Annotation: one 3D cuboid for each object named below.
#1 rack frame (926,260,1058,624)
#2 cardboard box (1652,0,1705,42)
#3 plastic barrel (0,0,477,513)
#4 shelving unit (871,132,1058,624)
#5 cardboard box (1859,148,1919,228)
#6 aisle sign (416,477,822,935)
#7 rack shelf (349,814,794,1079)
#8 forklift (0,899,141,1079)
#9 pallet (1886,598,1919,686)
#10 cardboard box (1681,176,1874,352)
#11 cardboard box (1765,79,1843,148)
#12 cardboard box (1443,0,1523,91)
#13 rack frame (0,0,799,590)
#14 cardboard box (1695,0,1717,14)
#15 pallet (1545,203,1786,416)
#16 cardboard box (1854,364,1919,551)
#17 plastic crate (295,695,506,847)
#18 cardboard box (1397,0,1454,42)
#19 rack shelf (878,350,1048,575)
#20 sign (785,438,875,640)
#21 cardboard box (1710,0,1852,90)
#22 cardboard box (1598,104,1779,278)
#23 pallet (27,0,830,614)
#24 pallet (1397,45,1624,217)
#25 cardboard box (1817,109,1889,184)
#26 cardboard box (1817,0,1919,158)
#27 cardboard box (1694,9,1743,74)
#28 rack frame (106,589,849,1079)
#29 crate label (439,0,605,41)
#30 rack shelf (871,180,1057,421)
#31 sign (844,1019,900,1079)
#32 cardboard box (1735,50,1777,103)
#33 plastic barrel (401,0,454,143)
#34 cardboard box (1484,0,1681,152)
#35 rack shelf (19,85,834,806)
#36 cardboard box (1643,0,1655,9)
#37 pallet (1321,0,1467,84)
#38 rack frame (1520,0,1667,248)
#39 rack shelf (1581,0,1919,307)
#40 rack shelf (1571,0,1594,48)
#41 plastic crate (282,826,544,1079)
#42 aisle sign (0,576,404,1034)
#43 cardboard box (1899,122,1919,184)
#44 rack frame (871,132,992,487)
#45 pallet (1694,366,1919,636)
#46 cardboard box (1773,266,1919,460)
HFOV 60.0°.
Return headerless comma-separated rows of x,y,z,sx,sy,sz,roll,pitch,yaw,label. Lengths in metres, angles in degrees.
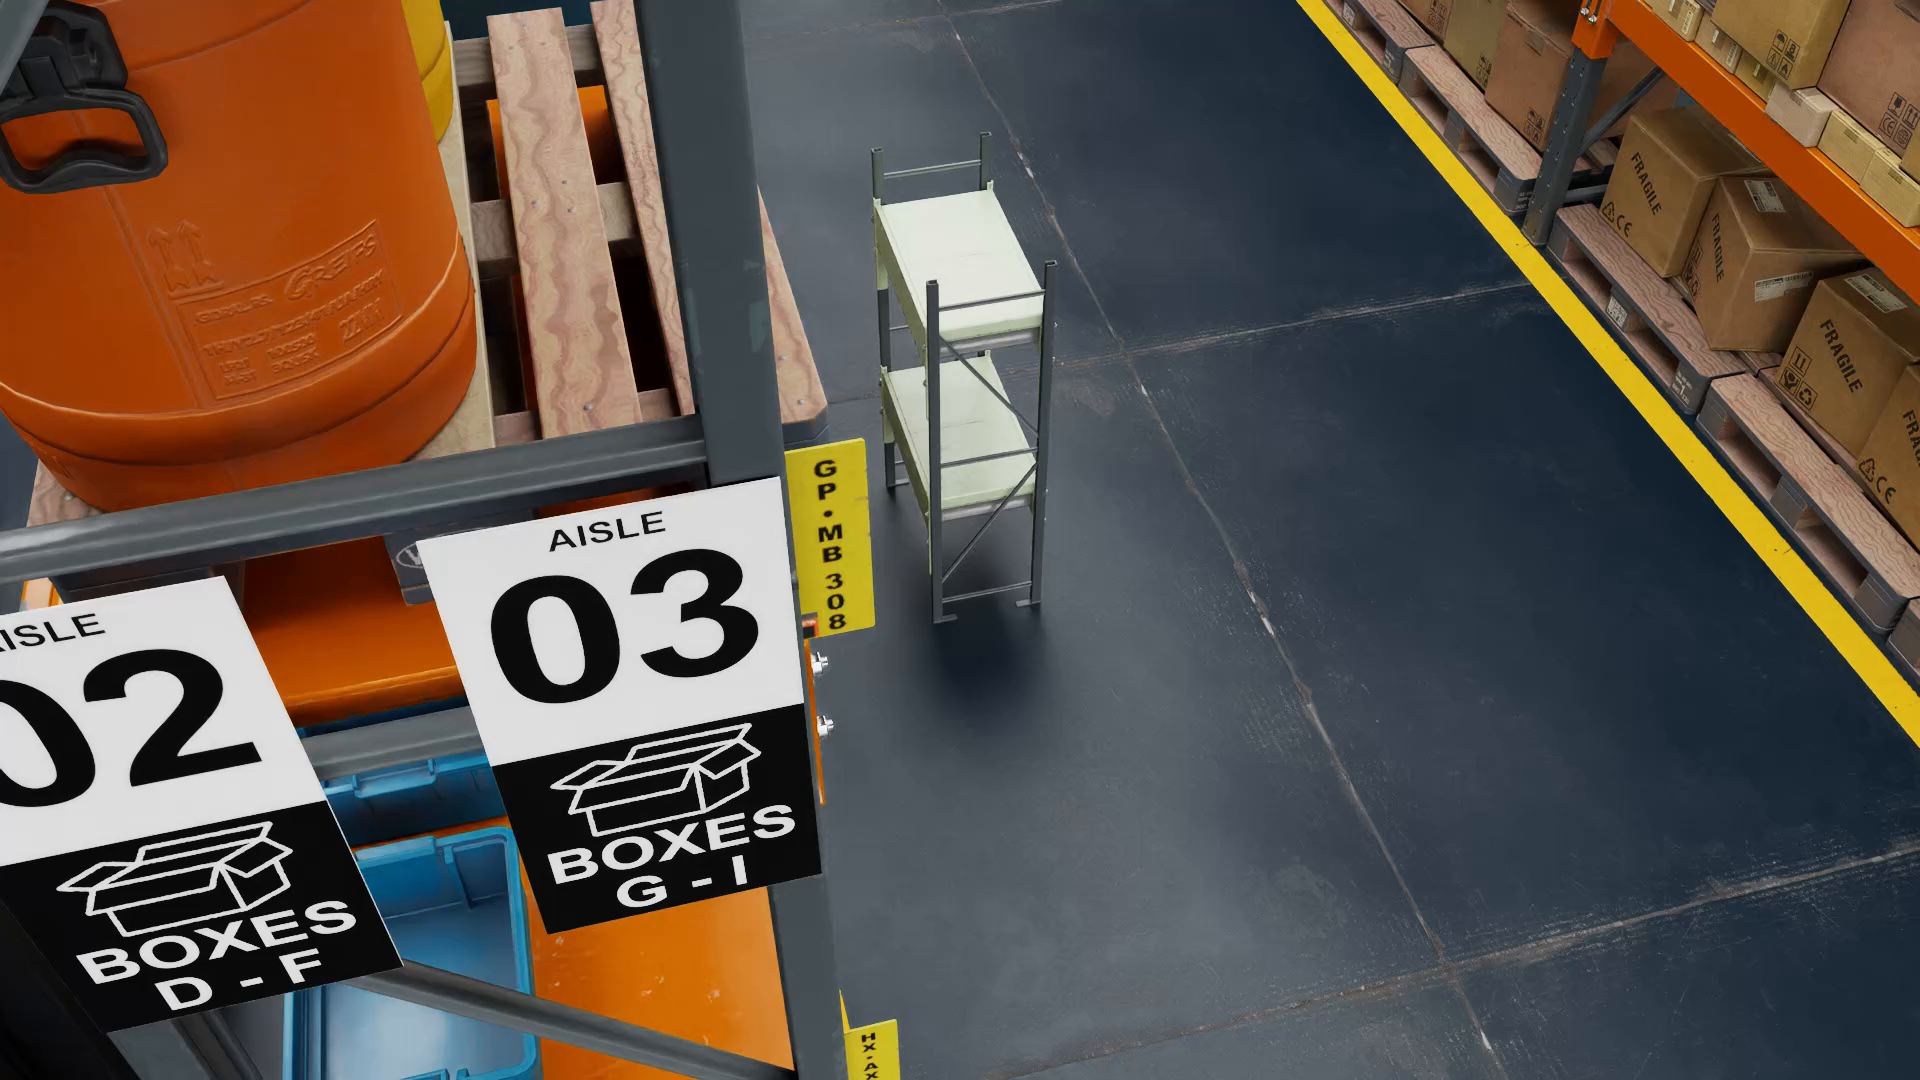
0.095,-0.268,5.462,0.400,1.500,0.023,-11,47,-10,rack frame
2.888,-2.045,6.330,0.380,0.149,0.250,-11,47,-10,cardboard box
-0.939,-0.503,1.948,0.600,0.830,0.708,-11,47,-10,plastic barrel
0.002,-0.520,5.710,0.431,1.500,0.755,-11,47,-10,shelving unit
3.233,-1.187,5.488,0.380,0.149,0.250,-11,47,-10,cardboard box
-0.390,0.242,2.092,0.394,0.787,0.004,-11,47,-10,aisle sign
-1.204,0.027,4.627,1.077,0.370,4.000,-11,47,-10,rack shelf
-2.659,0.617,3.593,1.130,2.935,3.031,-10,46,-10,forklift
3.903,0.607,5.508,1.003,0.211,1.213,-11,47,-10,pallet
3.290,-1.106,6.689,0.500,0.500,0.500,3,46,2,cardboard box
3.076,-1.526,5.821,0.380,0.149,0.250,-11,47,-10,cardboard box
2.832,-2.551,8.092,0.700,0.500,0.500,-11,47,-11,cardboard box
-0.692,-0.944,0.874,1.000,3.000,0.127,-11,47,-10,rack frame
3.127,-2.328,6.153,0.875,0.500,0.500,-11,47,-10,cardboard box
3.278,-1.078,7.158,1.003,0.211,1.213,-11,47,-10,pallet
3.624,-0.298,5.898,0.500,0.500,0.500,-7,46,-7,cardboard box
-1.270,0.468,3.795,0.499,0.251,0.408,-11,47,-10,plastic crate
2.688,-2.937,8.470,0.700,0.500,0.500,-14,47,-14,cardboard box
0.002,-0.292,5.943,0.431,0.370,0.720,-11,47,-10,rack shelf
-0.159,0.006,2.038,0.100,0.325,0.005,-11,47,-10,sign
3.221,-1.977,5.809,0.875,0.500,0.500,-11,47,-10,cardboard box
3.136,-1.500,7.076,0.500,0.500,0.500,-12,47,-12,cardboard box
-0.809,-0.417,2.590,1.003,0.211,1.213,-11,47,-10,pallet
2.871,-2.072,8.133,1.003,0.211,1.213,-11,47,-10,pallet
3.180,-1.361,5.660,0.380,0.149,0.250,-11,47,-10,cardboard box
3.447,-1.650,5.488,0.875,0.500,0.500,-11,47,-10,cardboard box
2.978,-1.877,6.165,0.380,0.149,0.250,-11,47,-10,cardboard box
-0.692,1.156,3.017,1.000,3.000,0.127,-11,47,-10,rack frame
-0.852,-1.194,3.324,0.502,0.251,0.408,-11,47,-10,crate label
0.002,-0.793,5.431,0.431,0.370,0.720,-11,47,-10,rack shelf
-0.159,0.962,3.013,0.100,0.325,0.005,-11,47,-10,sign
3.051,-1.706,5.998,0.380,0.149,0.250,-11,47,-10,cardboard box
-1.107,-0.870,2.477,0.600,0.588,0.600,0,46,0,plastic barrel
2.935,-2.218,7.766,0.700,0.500,0.500,-14,47,-13,cardboard box
-1.204,-1.023,3.556,1.077,0.370,4.000,-11,47,-10,rack shelf
2.836,-2.220,6.501,0.380,0.149,0.250,-11,47,-10,cardboard box
2.555,-2.916,8.960,1.003,0.211,1.213,-11,47,-10,pallet
3.072,-2.511,6.611,1.000,3.000,0.127,-11,47,-10,rack frame
3.584,-0.878,5.514,1.077,0.370,4.000,-11,47,-10,rack shelf
2.560,-3.640,8.221,1.077,0.370,4.000,-11,47,-10,rack shelf
-1.109,0.917,3.355,0.499,0.251,0.616,-11,47,-10,plastic crate
-0.961,0.350,1.986,0.394,0.787,0.004,-11,47,-10,aisle sign
3.535,-1.297,5.143,0.875,0.500,0.500,-11,47,-10,cardboard box
-0.092,-0.773,5.957,0.400,1.500,0.023,-11,47,-10,rack frame
3.594,-0.234,6.331,1.003,0.211,1.213,-11,47,-10,pallet
3.524,-0.691,6.283,0.500,0.500,0.500,-15,47,-14,cardboard box
